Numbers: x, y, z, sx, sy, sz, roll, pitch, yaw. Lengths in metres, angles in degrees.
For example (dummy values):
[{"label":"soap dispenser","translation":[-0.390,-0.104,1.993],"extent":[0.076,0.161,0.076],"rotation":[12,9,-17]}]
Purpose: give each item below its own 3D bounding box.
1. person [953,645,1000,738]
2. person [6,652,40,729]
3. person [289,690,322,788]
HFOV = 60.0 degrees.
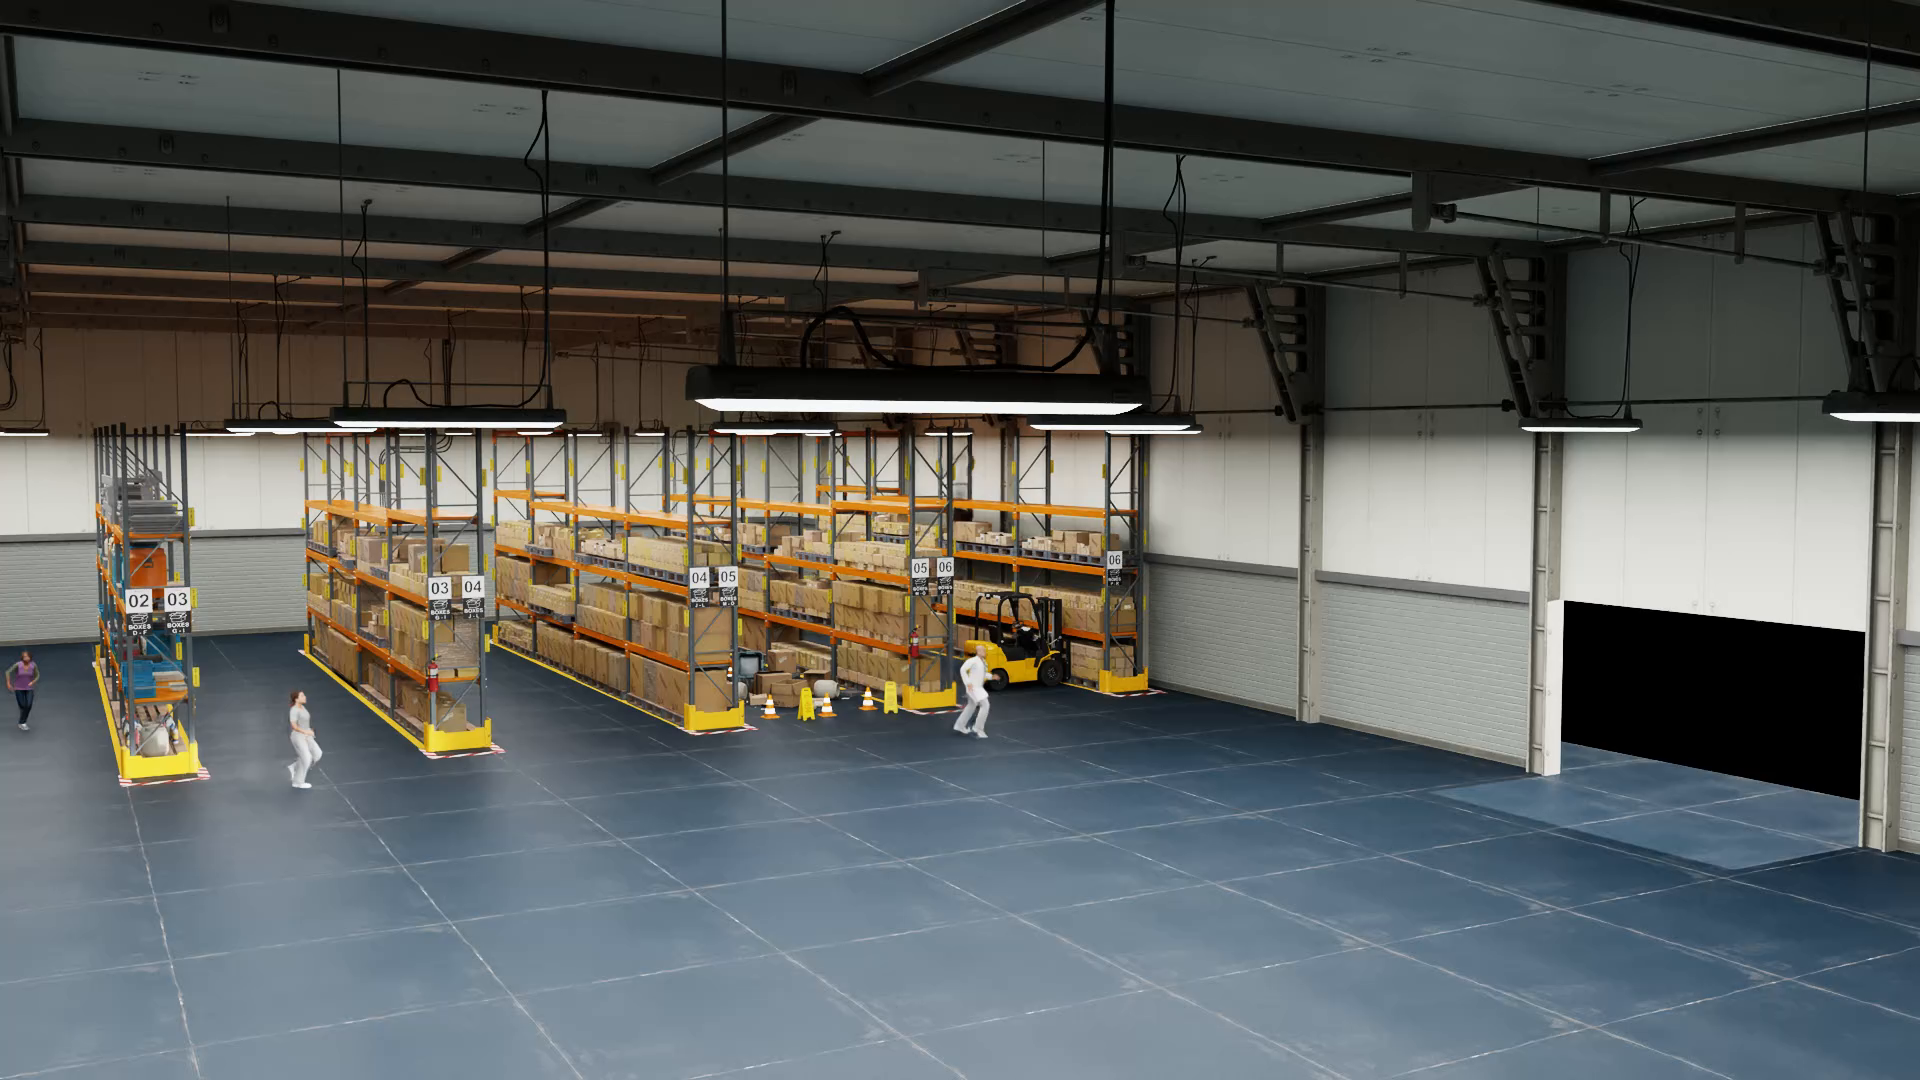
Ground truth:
[{"label":"person","translation":[0.305,2.920,32.035],"extent":[0.936,1.822,0.636],"rotation":[1,4,14]},{"label":"person","translation":[-18.512,2.975,32.885],"extent":[0.573,1.550,0.630],"rotation":[-3,4,-36]},{"label":"person","translation":[-10.797,3.262,27.317],"extent":[0.522,1.631,0.600],"rotation":[0,3,0]}]
